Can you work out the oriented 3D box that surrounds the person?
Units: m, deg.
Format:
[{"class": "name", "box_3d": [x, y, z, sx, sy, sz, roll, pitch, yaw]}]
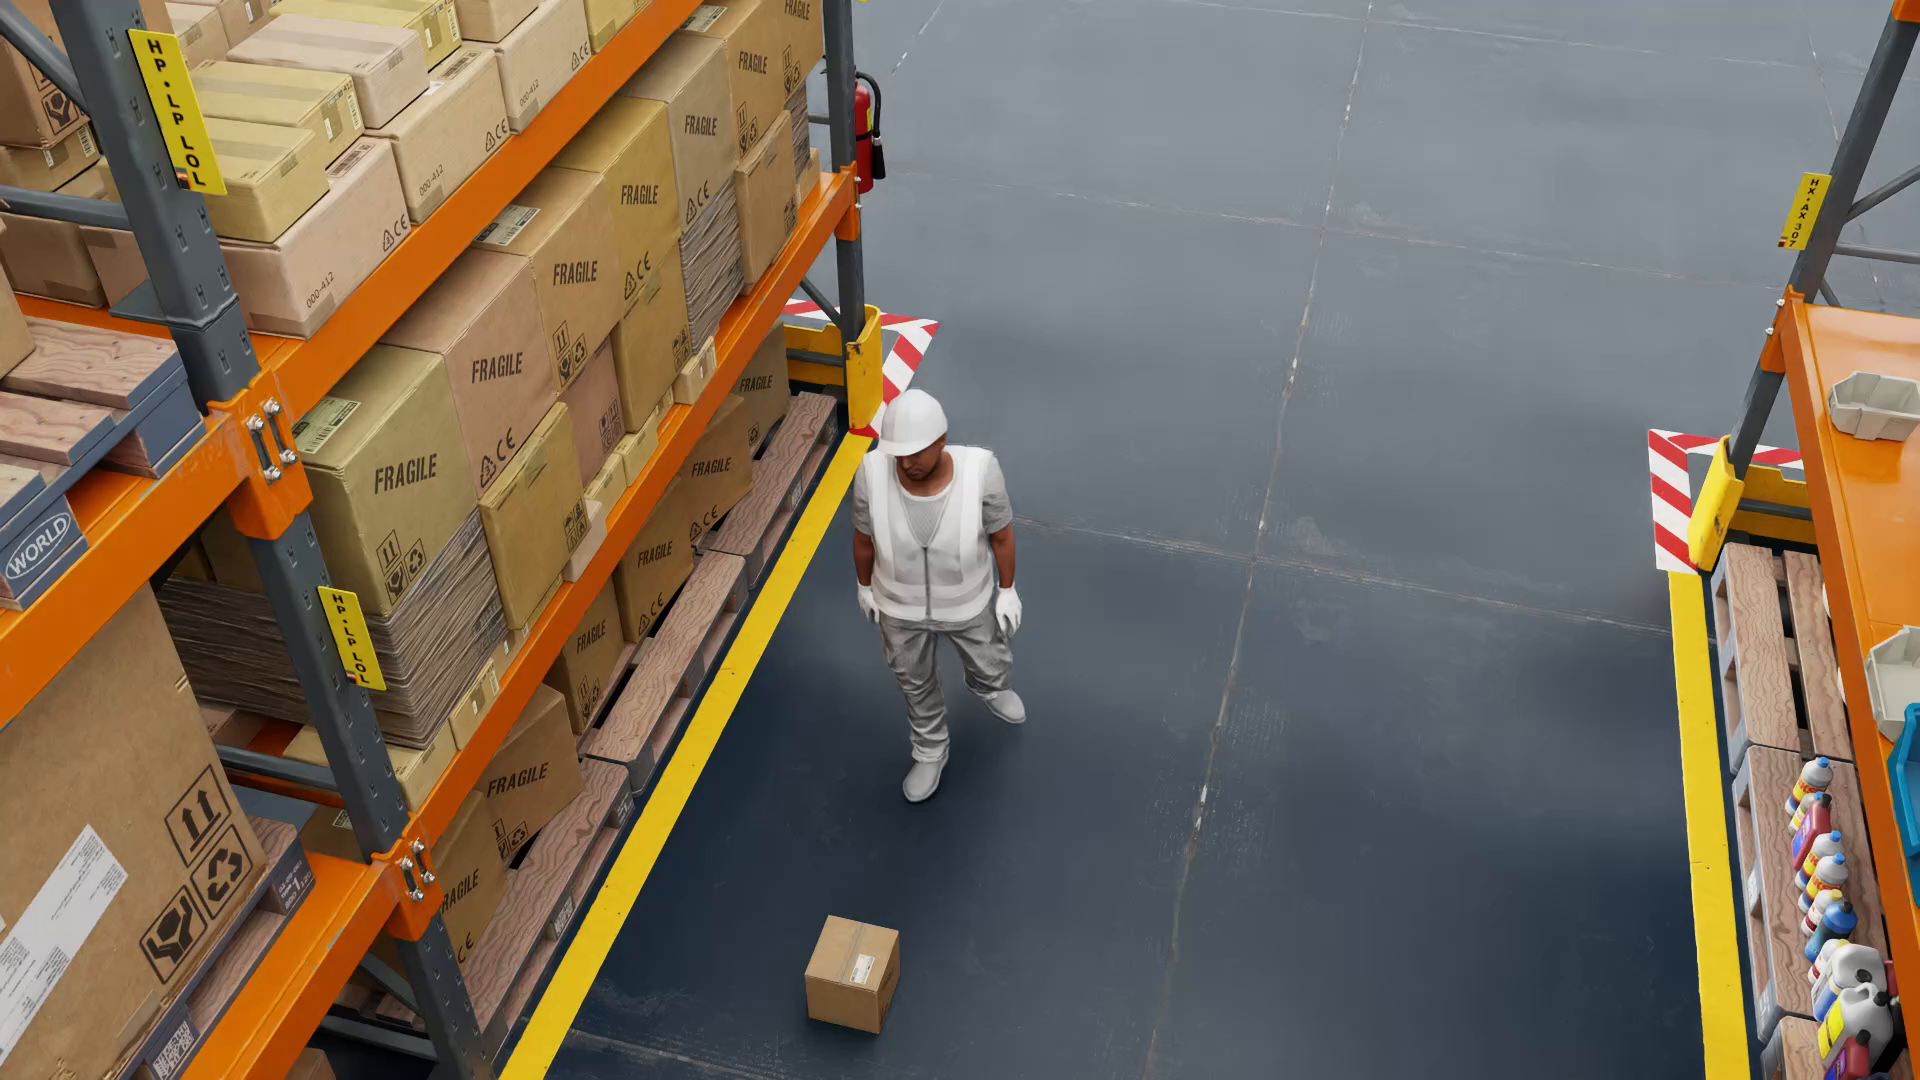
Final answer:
[{"class": "person", "box_3d": [-0.058, 0.148, 5.946, 0.626, 1.780, 0.593, 2, 41, 2]}]
